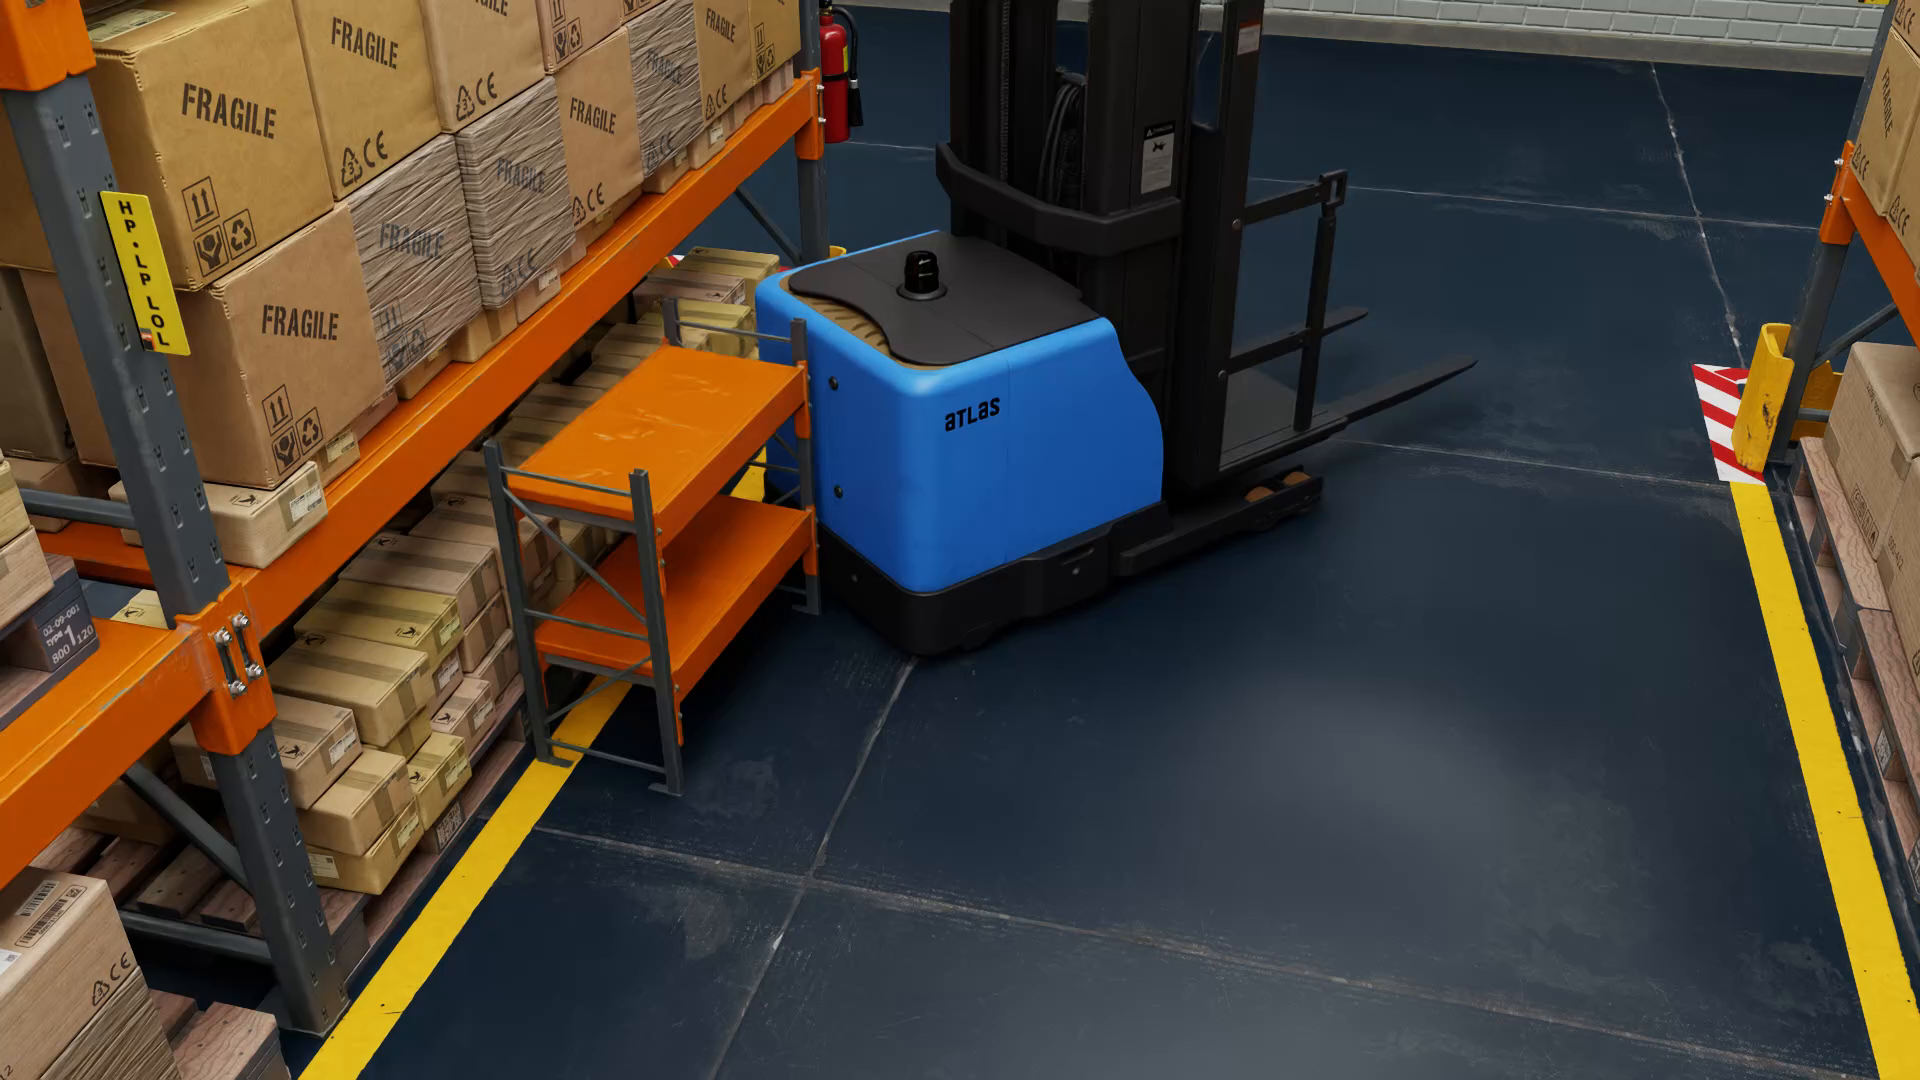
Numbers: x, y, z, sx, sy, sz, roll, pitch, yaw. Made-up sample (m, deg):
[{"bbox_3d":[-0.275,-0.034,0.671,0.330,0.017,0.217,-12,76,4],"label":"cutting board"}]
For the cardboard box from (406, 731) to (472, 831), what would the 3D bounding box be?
[{"bbox_3d":[-1.617,0.653,4.693,0.380,0.149,0.250,9,34,14],"label":"cardboard box"}]

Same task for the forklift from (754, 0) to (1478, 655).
[{"bbox_3d":[0.775,-1.479,5.844,3.031,2.935,1.130,-21,38,-30],"label":"forklift"}]

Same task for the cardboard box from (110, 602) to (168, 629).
[{"bbox_3d":[-2.223,0.327,4.651,0.380,0.149,0.250,8,33,13],"label":"cardboard box"}]

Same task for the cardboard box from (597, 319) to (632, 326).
[{"bbox_3d":[-1.578,-0.893,6.848,0.380,0.149,0.250,8,33,12],"label":"cardboard box"}]

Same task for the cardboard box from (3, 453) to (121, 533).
[{"bbox_3d":[-2.242,-0.164,3.945,0.380,0.149,0.250,8,33,12],"label":"cardboard box"}]

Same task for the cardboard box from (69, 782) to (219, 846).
[{"bbox_3d":[-2.318,0.687,4.640,0.380,0.149,0.250,8,33,13],"label":"cardboard box"}]

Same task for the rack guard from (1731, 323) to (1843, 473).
[{"bbox_3d":[3.747,-0.501,6.572,1.175,0.500,0.348,8,33,12],"label":"rack guard"}]

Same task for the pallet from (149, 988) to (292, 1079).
[{"bbox_3d":[-2.284,1.492,3.707,1.003,0.211,1.213,8,33,12],"label":"pallet"}]

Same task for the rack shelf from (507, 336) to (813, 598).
[{"bbox_3d":[-0.899,-0.253,5.053,0.538,0.278,1.000,11,34,17],"label":"rack shelf"}]

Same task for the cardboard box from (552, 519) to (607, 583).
[{"bbox_3d":[-1.393,-0.010,5.459,0.380,0.149,0.250,8,33,12],"label":"cardboard box"}]

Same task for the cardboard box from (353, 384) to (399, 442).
[{"bbox_3d":[-1.689,-0.376,4.279,0.380,0.149,0.250,7,33,10],"label":"cardboard box"}]

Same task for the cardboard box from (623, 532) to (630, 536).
[{"bbox_3d":[-1.265,-0.155,5.964,0.380,0.149,0.250,9,33,13],"label":"cardboard box"}]

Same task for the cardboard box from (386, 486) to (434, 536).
[{"bbox_3d":[-1.916,-0.067,5.549,0.380,0.149,0.250,6,33,10],"label":"cardboard box"}]

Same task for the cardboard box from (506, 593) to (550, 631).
[{"bbox_3d":[-1.554,0.234,5.352,0.380,0.149,0.250,7,33,10],"label":"cardboard box"}]

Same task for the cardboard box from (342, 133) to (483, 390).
[{"bbox_3d":[-1.600,-0.738,4.244,0.500,0.500,0.500,8,33,12],"label":"cardboard box"}]

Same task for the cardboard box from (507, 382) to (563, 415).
[{"bbox_3d":[-1.700,-0.485,6.206,0.380,0.149,0.250,6,33,10],"label":"cardboard box"}]

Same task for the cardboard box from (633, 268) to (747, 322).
[{"bbox_3d":[-1.081,-0.959,6.673,0.380,0.149,0.250,9,33,13],"label":"cardboard box"}]

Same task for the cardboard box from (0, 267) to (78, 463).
[{"bbox_3d":[-2.239,-0.547,3.943,0.500,0.500,0.500,8,33,12],"label":"cardboard box"}]

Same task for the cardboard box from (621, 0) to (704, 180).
[{"bbox_3d":[-1.193,-1.534,5.496,0.500,0.500,0.500,8,33,13],"label":"cardboard box"}]

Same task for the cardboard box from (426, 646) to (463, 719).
[{"bbox_3d":[-1.682,0.391,4.827,0.380,0.149,0.250,8,33,12],"label":"cardboard box"}]

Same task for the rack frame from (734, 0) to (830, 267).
[{"bbox_3d":[-1.073,-2.165,6.860,1.000,3.000,0.127,8,33,12],"label":"rack frame"}]

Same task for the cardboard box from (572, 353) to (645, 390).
[{"bbox_3d":[-1.166,-0.534,6.006,0.380,0.149,0.250,9,34,14],"label":"cardboard box"}]

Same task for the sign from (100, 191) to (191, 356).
[{"bbox_3d":[-1.550,-0.504,3.168,0.100,0.325,0.005,8,33,12],"label":"sign"}]

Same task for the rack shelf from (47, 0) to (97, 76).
[{"bbox_3d":[-1.580,-2.090,4.616,1.077,0.370,4.000,8,33,12],"label":"rack shelf"}]

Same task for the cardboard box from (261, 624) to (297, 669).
[{"bbox_3d":[-2.208,0.321,4.938,0.380,0.149,0.250,7,33,11],"label":"cardboard box"}]

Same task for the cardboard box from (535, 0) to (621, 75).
[{"bbox_3d":[-1.331,-1.675,4.786,0.500,0.500,0.500,7,33,11],"label":"cardboard box"}]

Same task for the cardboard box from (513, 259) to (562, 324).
[{"bbox_3d":[-1.412,-0.776,4.909,0.380,0.149,0.250,9,34,15],"label":"cardboard box"}]

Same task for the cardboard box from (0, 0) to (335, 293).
[{"bbox_3d":[-1.738,-0.880,3.536,0.500,0.500,0.500,9,33,14],"label":"cardboard box"}]

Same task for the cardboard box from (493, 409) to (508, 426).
[{"bbox_3d":[-1.849,-0.479,5.919,0.380,0.149,0.250,9,33,13],"label":"cardboard box"}]

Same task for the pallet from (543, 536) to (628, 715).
[{"bbox_3d":[-1.644,0.099,5.898,1.003,0.211,1.213,8,33,12],"label":"pallet"}]

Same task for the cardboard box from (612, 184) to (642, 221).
[{"bbox_3d":[-1.294,-1.195,5.568,0.380,0.149,0.250,7,33,10],"label":"cardboard box"}]

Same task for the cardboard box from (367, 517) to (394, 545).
[{"bbox_3d":[-2.046,-0.080,5.291,0.380,0.149,0.250,6,33,10],"label":"cardboard box"}]

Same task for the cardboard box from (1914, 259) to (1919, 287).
[{"bbox_3d":[3.093,-0.848,4.695,0.500,0.500,0.500,8,33,12],"label":"cardboard box"}]

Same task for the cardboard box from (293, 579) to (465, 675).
[{"bbox_3d":[-1.656,0.262,4.753,0.380,0.149,0.250,8,33,12],"label":"cardboard box"}]

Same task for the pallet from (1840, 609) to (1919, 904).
[{"bbox_3d":[3.302,0.690,4.968,1.003,0.211,1.213,8,33,12],"label":"pallet"}]

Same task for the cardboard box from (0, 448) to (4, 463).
[{"bbox_3d":[-2.001,-0.177,3.020,0.380,0.149,0.250,10,34,15],"label":"cardboard box"}]

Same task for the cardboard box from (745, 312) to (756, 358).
[{"bbox_3d":[-1.049,-0.824,6.738,0.380,0.149,0.250,7,33,11],"label":"cardboard box"}]

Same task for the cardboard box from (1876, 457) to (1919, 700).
[{"bbox_3d":[3.446,0.193,5.148,0.875,0.438,0.875,9,34,14],"label":"cardboard box"}]

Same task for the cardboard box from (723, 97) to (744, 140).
[{"bbox_3d":[-1.031,-1.595,6.198,0.380,0.149,0.250,8,33,12],"label":"cardboard box"}]

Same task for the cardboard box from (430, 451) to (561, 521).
[{"bbox_3d":[-1.479,-0.150,5.401,0.380,0.149,0.250,7,33,10],"label":"cardboard box"}]

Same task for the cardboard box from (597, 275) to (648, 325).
[{"bbox_3d":[-1.488,-1.005,6.747,0.380,0.149,0.250,9,33,13],"label":"cardboard box"}]

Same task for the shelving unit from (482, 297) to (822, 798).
[{"bbox_3d":[-0.899,-0.006,5.210,0.538,1.125,1.048,11,34,17],"label":"shelving unit"}]
